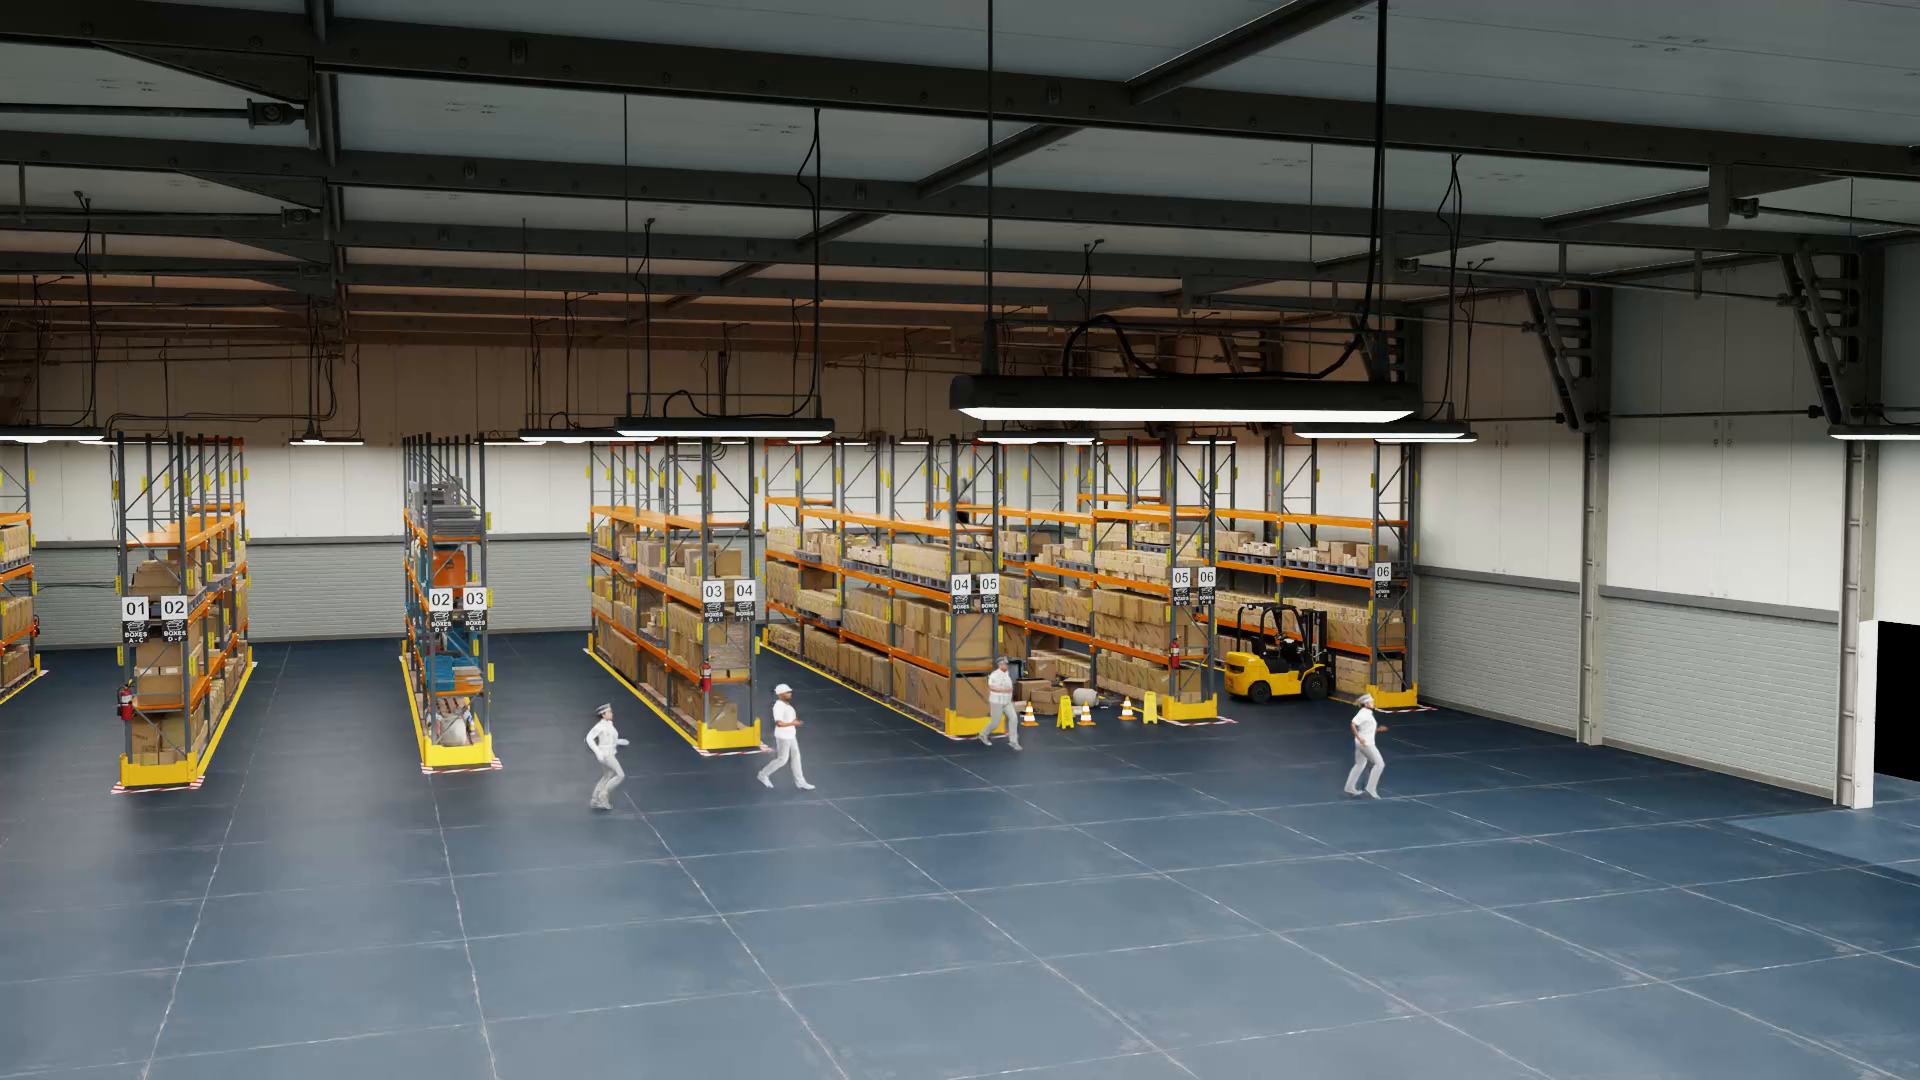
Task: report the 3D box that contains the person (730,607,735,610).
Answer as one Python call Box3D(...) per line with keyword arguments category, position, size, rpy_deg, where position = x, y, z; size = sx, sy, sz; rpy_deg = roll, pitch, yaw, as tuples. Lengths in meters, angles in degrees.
Box3D(category="person", position=(-6.542, 2.321, 46.923), size=(0.597, 1.650, 0.794), rpy_deg=(-1, 3, -12))

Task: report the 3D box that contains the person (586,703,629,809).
Box3D(category="person", position=(-5.553, 3.415, 26.303), size=(0.641, 1.671, 0.592), rpy_deg=(0, 3, 3))

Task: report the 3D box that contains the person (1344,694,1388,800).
Box3D(category="person", position=(6.642, 3.371, 27.186), size=(0.686, 1.741, 0.557), rpy_deg=(0, 3, 7))

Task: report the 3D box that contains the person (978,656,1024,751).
Box3D(category="person", position=(0.755, 3.095, 31.598), size=(0.938, 1.808, 0.685), rpy_deg=(2, 4, 37))

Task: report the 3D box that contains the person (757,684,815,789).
Box3D(category="person", position=(-2.895, 3.269, 27.629), size=(0.960, 1.748, 0.708), rpy_deg=(0, 3, 8))
